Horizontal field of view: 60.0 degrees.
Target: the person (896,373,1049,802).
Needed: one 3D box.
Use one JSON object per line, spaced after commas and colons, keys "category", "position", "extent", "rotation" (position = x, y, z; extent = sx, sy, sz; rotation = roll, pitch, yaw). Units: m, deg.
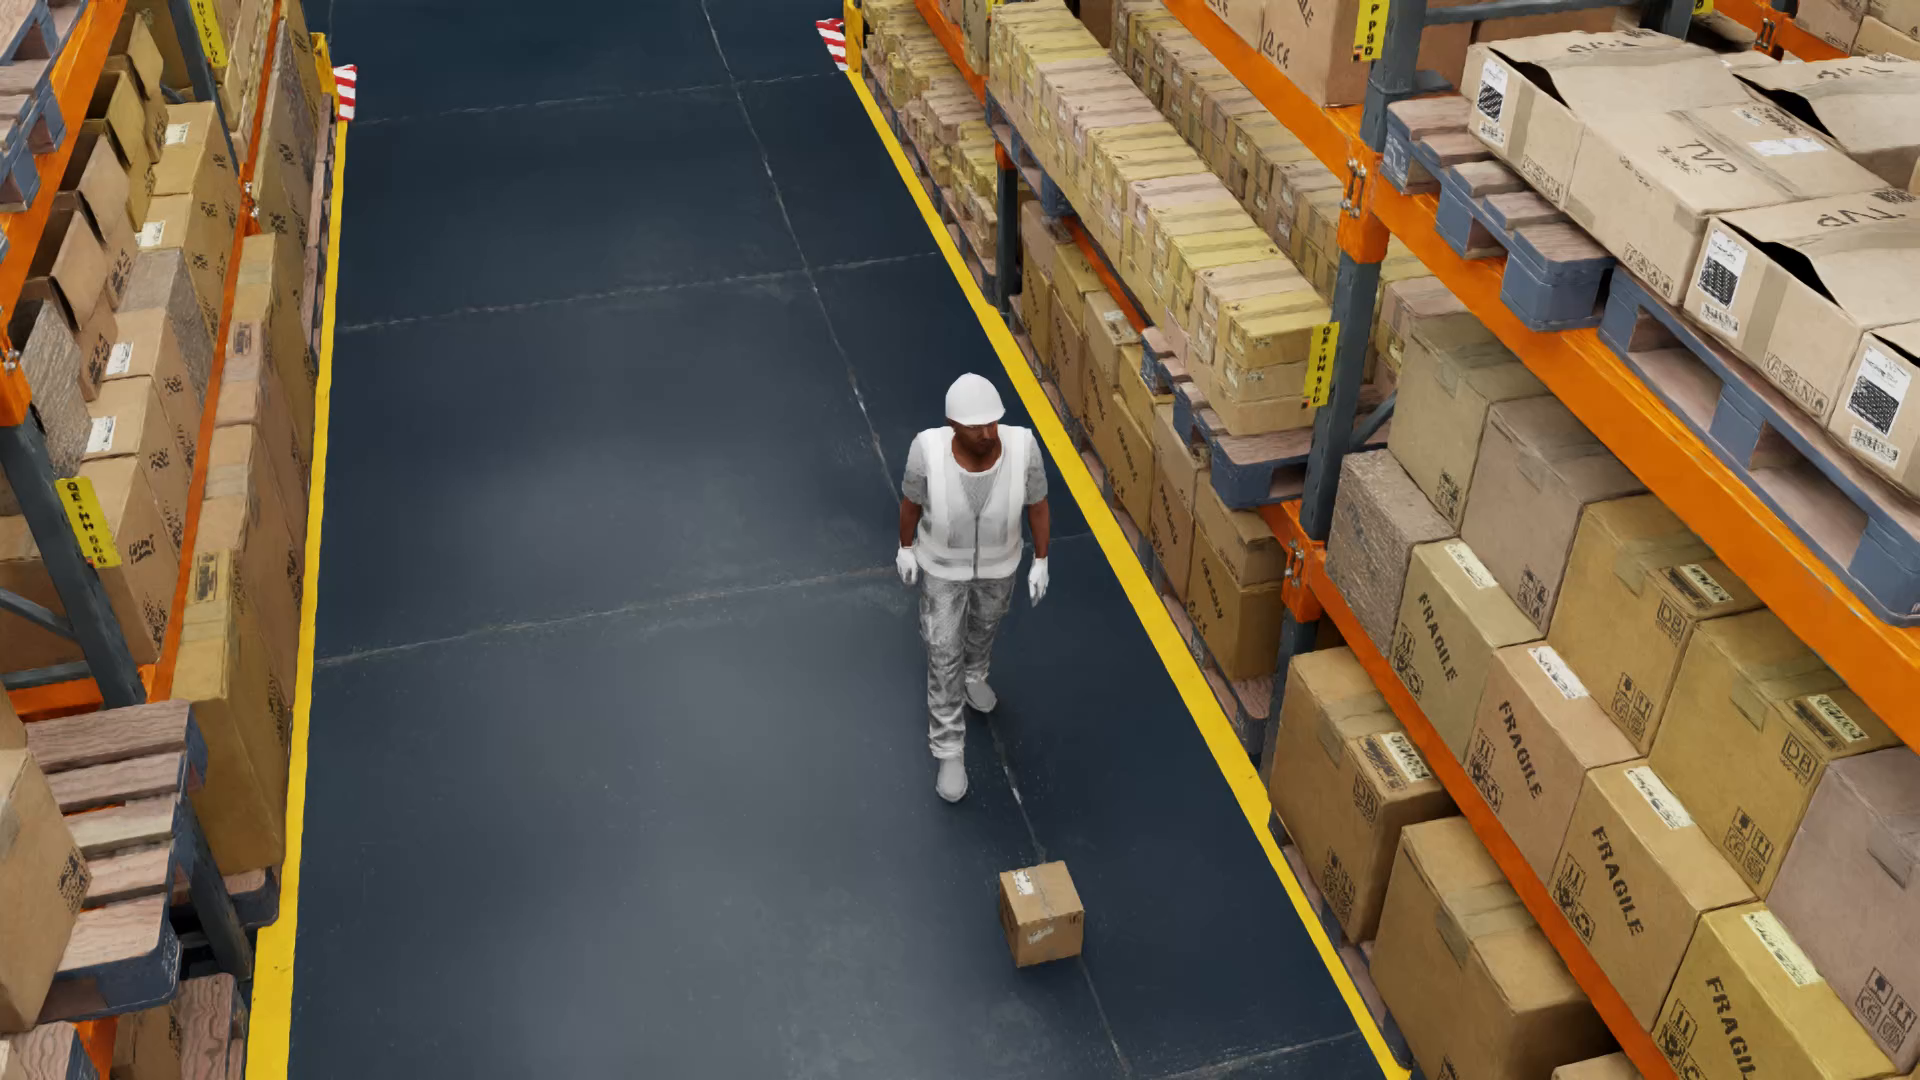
{"category": "person", "position": [0.071, 0.125, 6.519], "extent": [0.578, 1.758, 0.783], "rotation": [-8, 38, -10]}
